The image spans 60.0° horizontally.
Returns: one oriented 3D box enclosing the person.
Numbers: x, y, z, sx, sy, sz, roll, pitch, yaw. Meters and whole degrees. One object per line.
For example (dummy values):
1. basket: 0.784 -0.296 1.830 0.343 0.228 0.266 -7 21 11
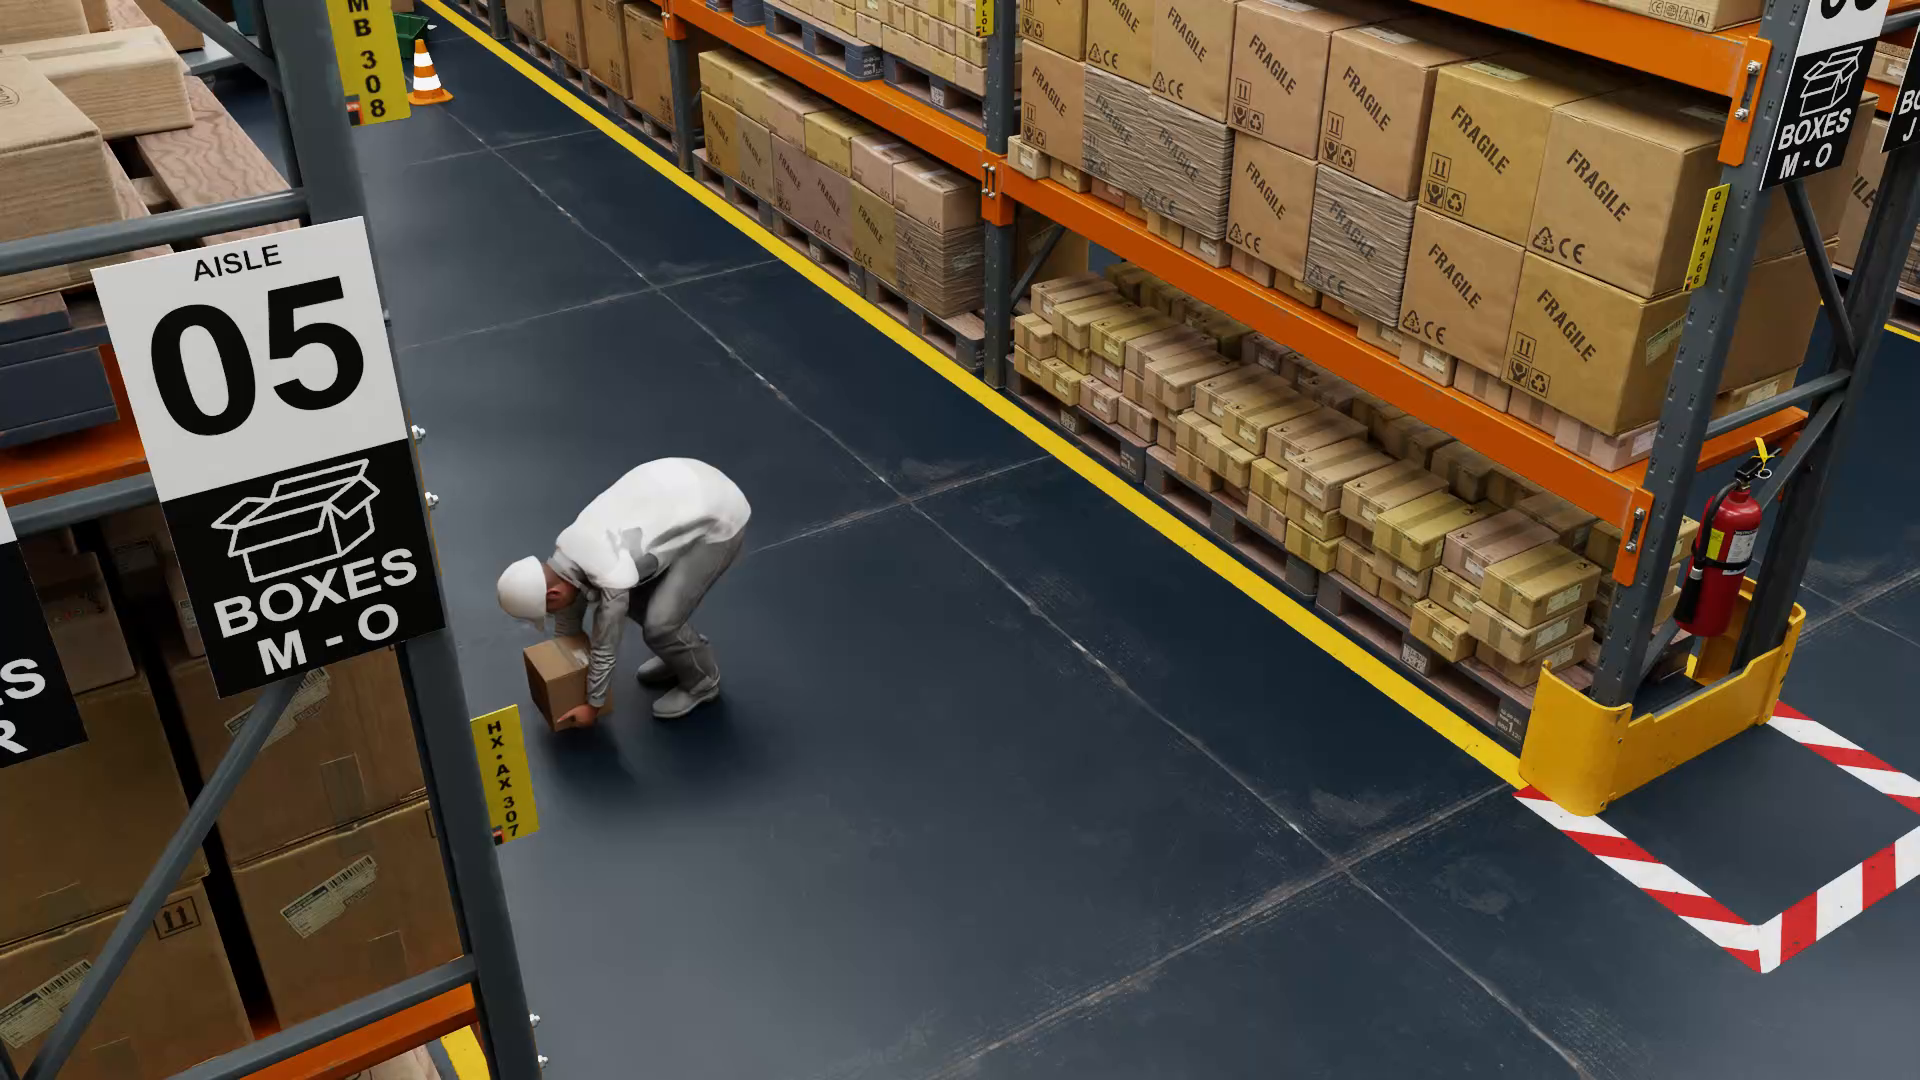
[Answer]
1. person: -1.285 0.231 6.456 1.000 1.014 0.489 -21 38 -29
